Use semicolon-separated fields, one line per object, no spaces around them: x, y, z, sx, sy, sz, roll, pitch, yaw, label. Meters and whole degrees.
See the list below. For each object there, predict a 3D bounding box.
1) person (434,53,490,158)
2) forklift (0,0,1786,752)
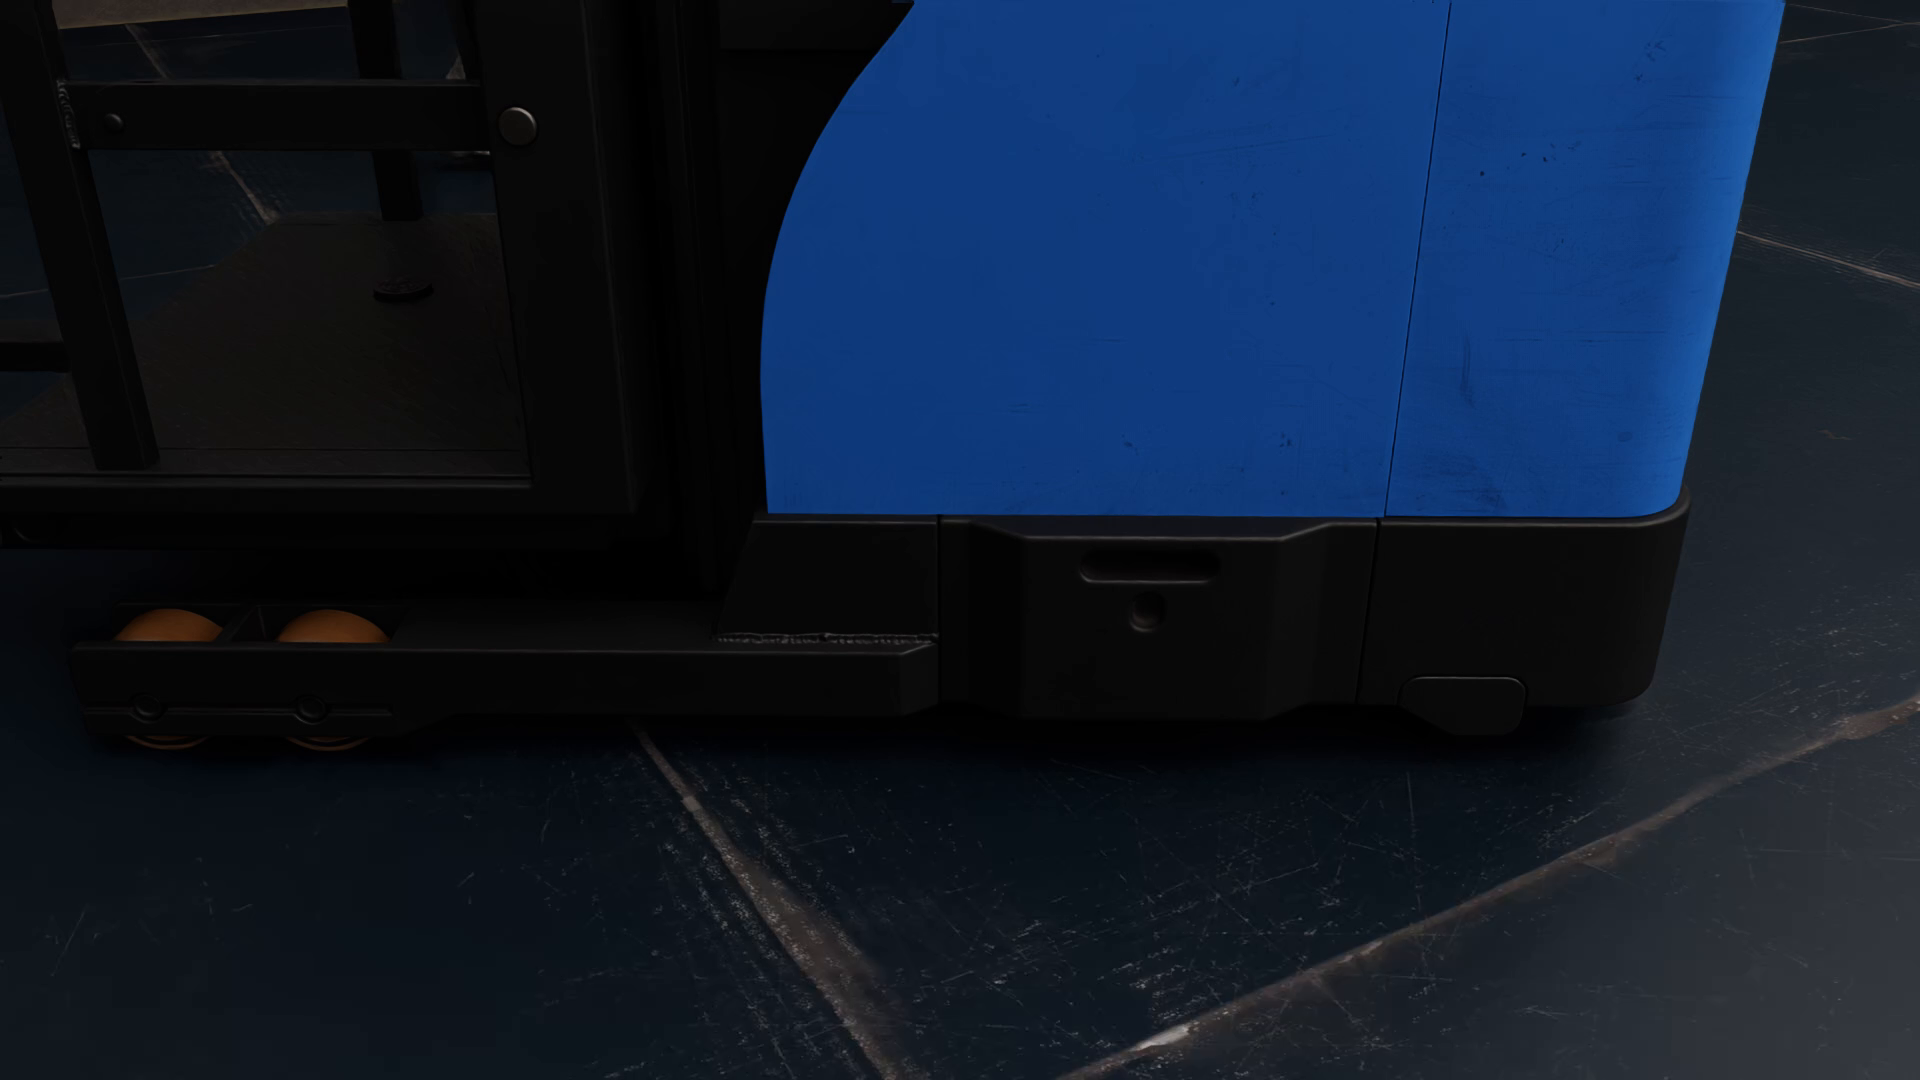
-1.255;-1.850;4.243;0.427;1.719;0.851;-8;28;-16;person
-0.663;-1.292;1.808;3.031;2.935;1.130;0;27;1;forklift
